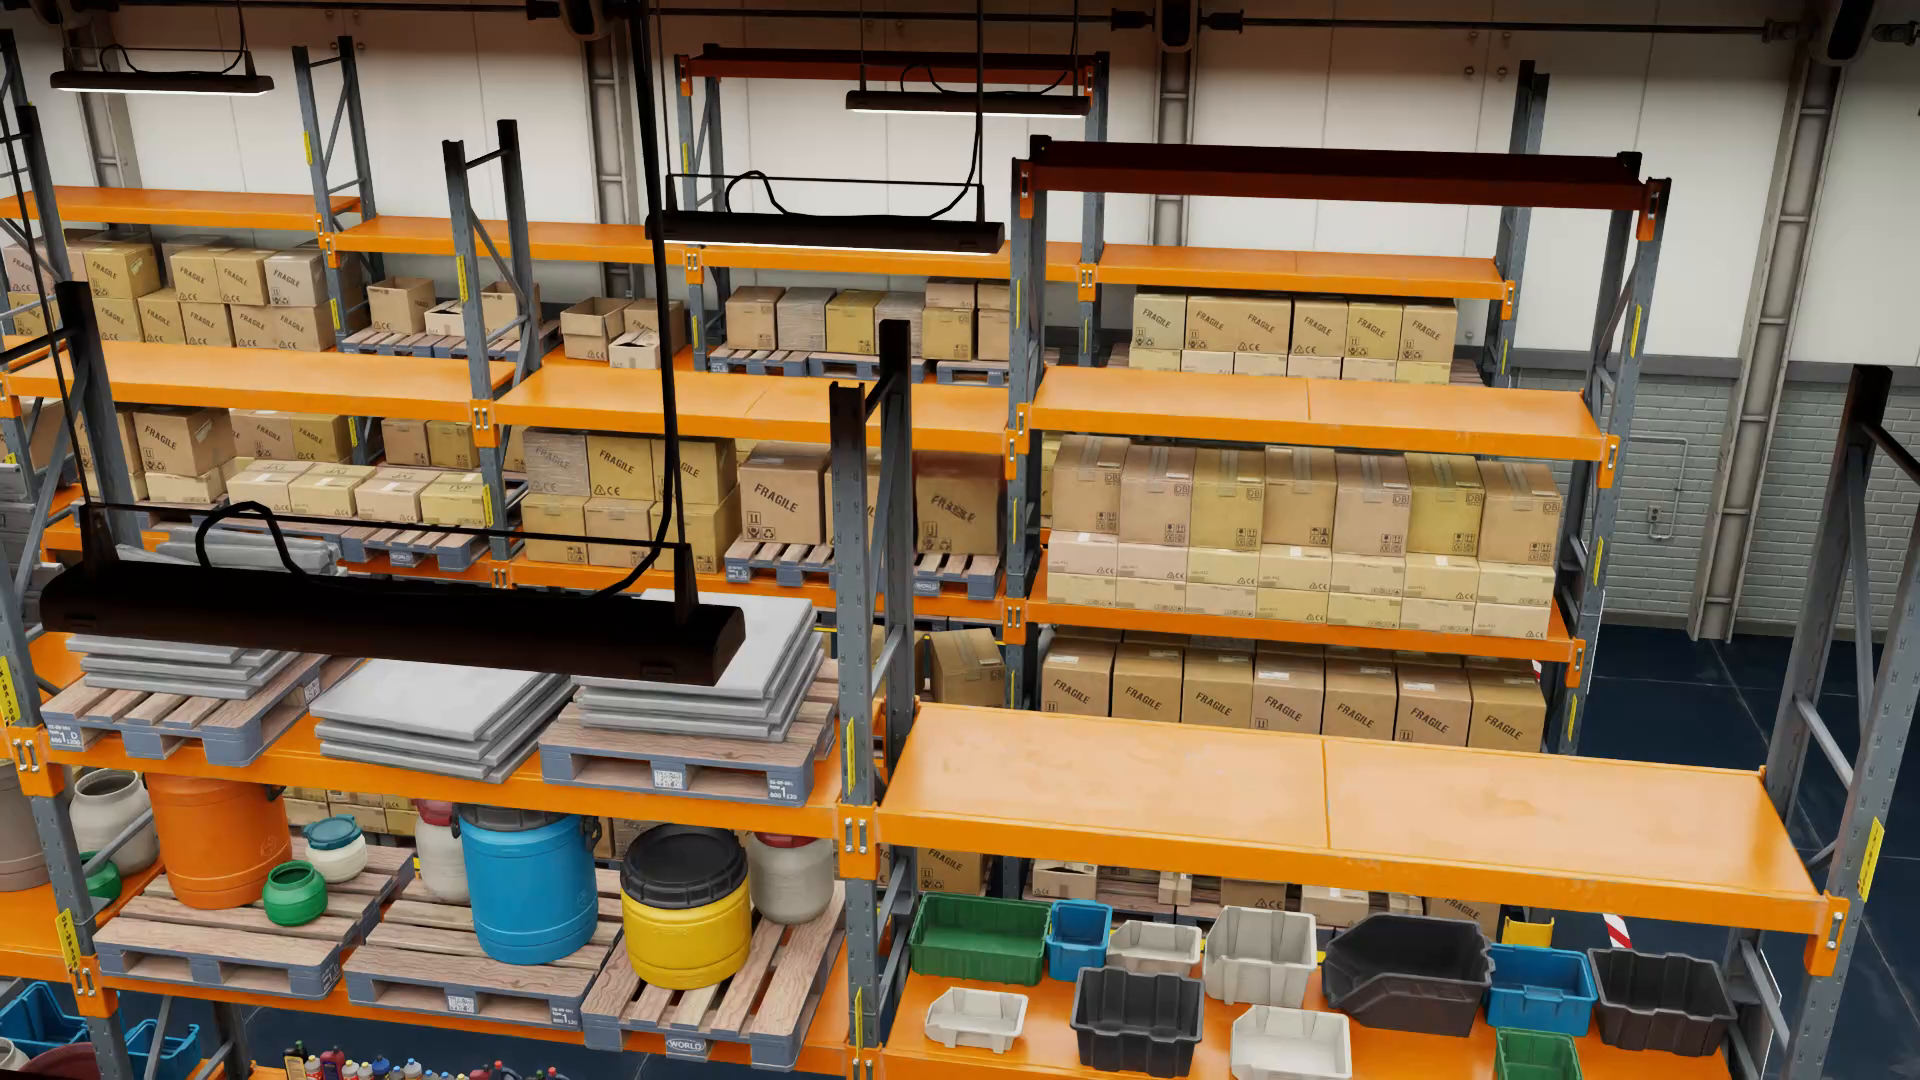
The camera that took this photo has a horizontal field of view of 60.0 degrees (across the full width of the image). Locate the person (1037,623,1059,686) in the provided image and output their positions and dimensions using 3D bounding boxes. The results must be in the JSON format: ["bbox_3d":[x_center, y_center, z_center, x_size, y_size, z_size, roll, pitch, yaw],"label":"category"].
[{"bbox_3d":[0.940,0.790,16.267,1.099,1.715,0.560,2,23,6],"label":"person"}]
